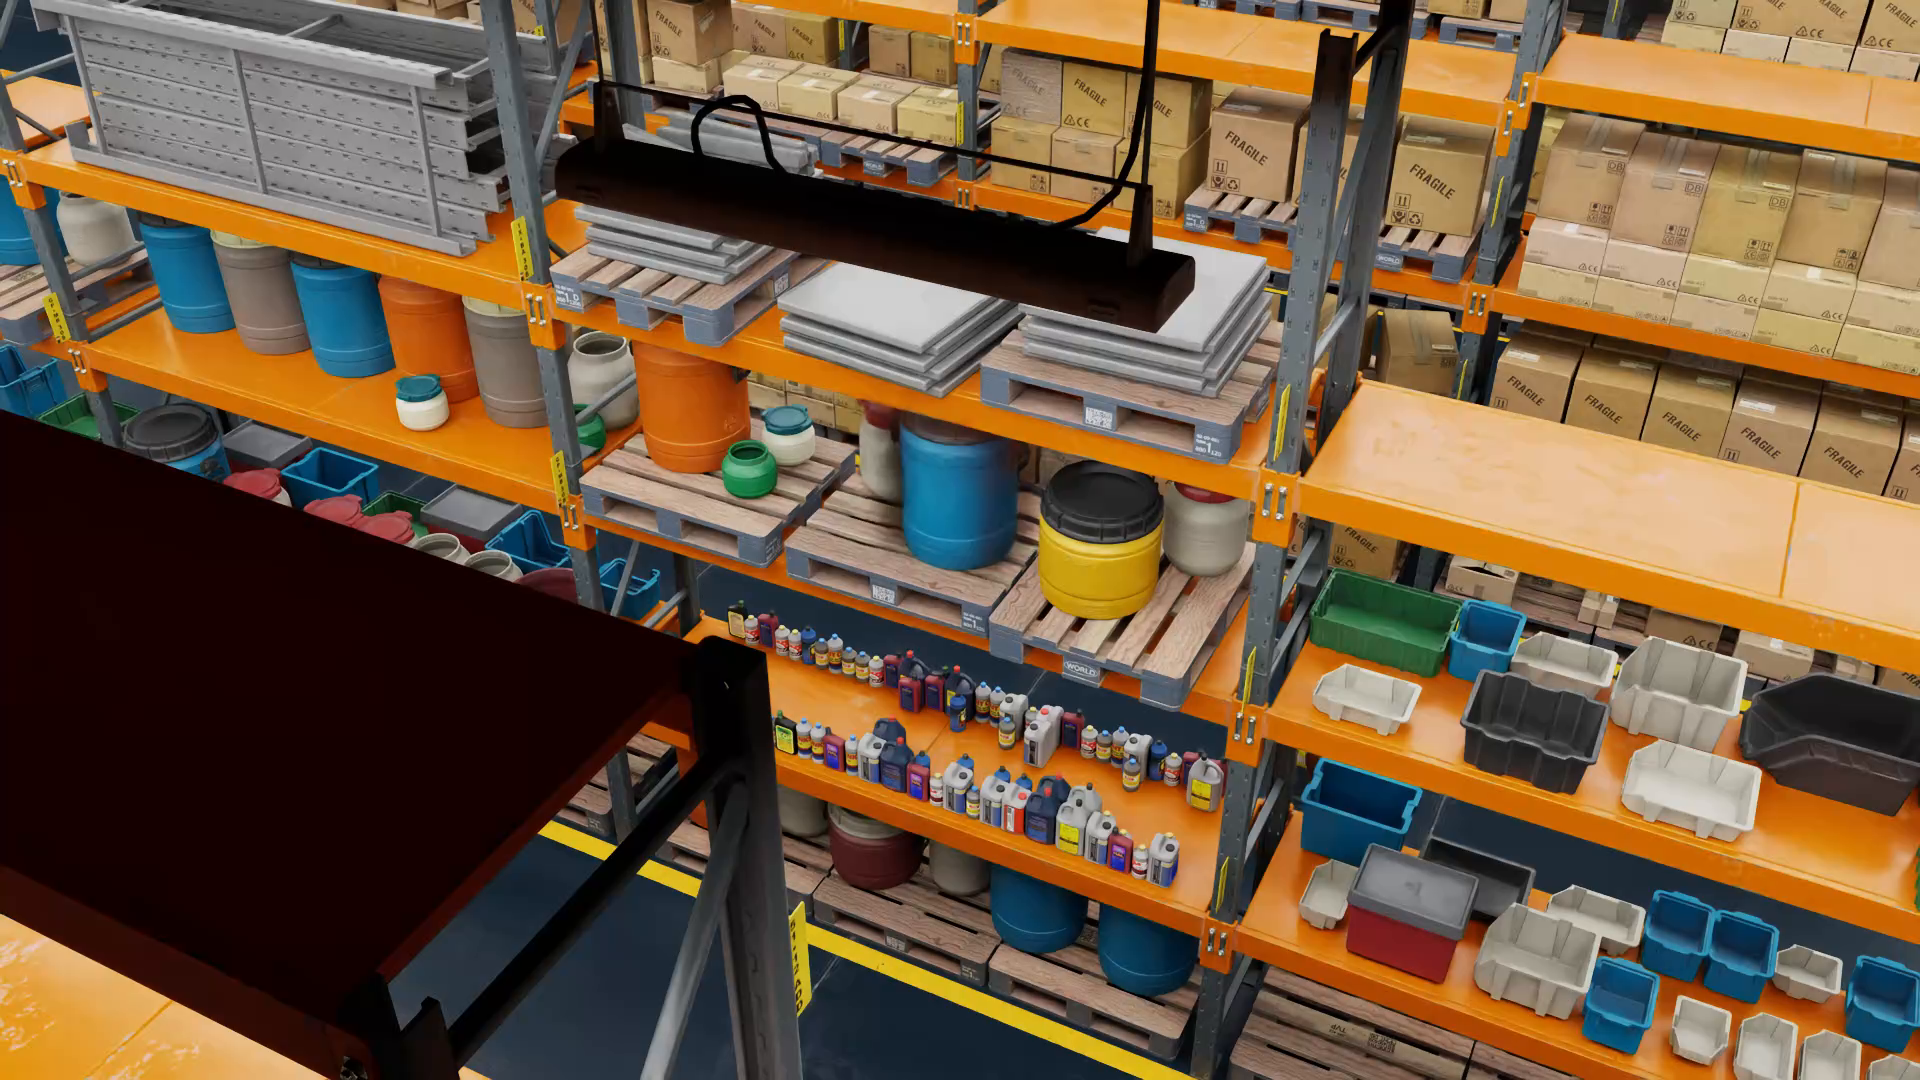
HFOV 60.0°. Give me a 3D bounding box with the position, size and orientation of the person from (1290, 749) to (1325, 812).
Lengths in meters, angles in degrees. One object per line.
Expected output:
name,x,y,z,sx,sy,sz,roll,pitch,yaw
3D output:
person,2.232,1.300,10.474,0.419,1.754,0.703,12,37,16
